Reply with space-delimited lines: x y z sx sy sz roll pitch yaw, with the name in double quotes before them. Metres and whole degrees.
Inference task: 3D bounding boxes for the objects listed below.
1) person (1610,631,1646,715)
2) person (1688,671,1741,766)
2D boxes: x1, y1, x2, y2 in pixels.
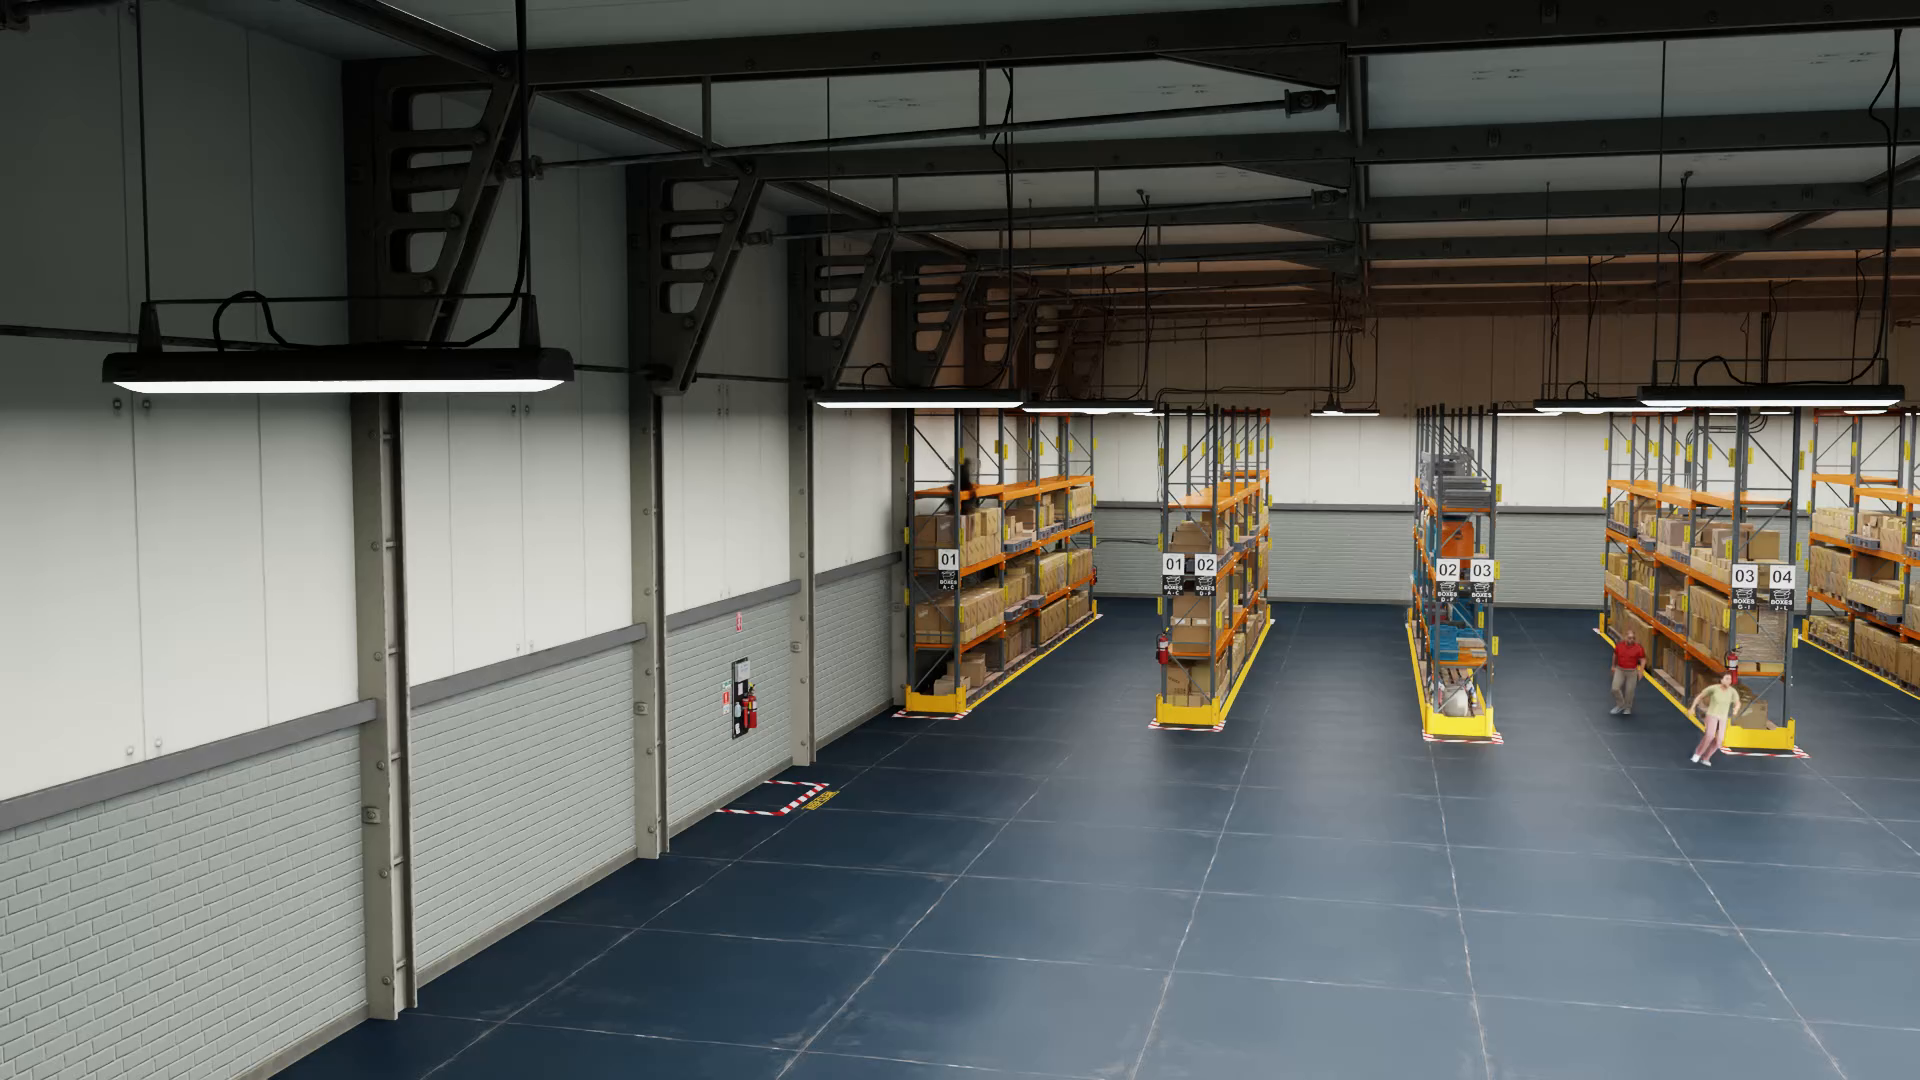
"person" 12.824 2.552 31.927 0.663 1.668 0.731 2 5 28
"person" 12.508 2.958 27.464 0.775 1.596 0.564 0 4 -2
